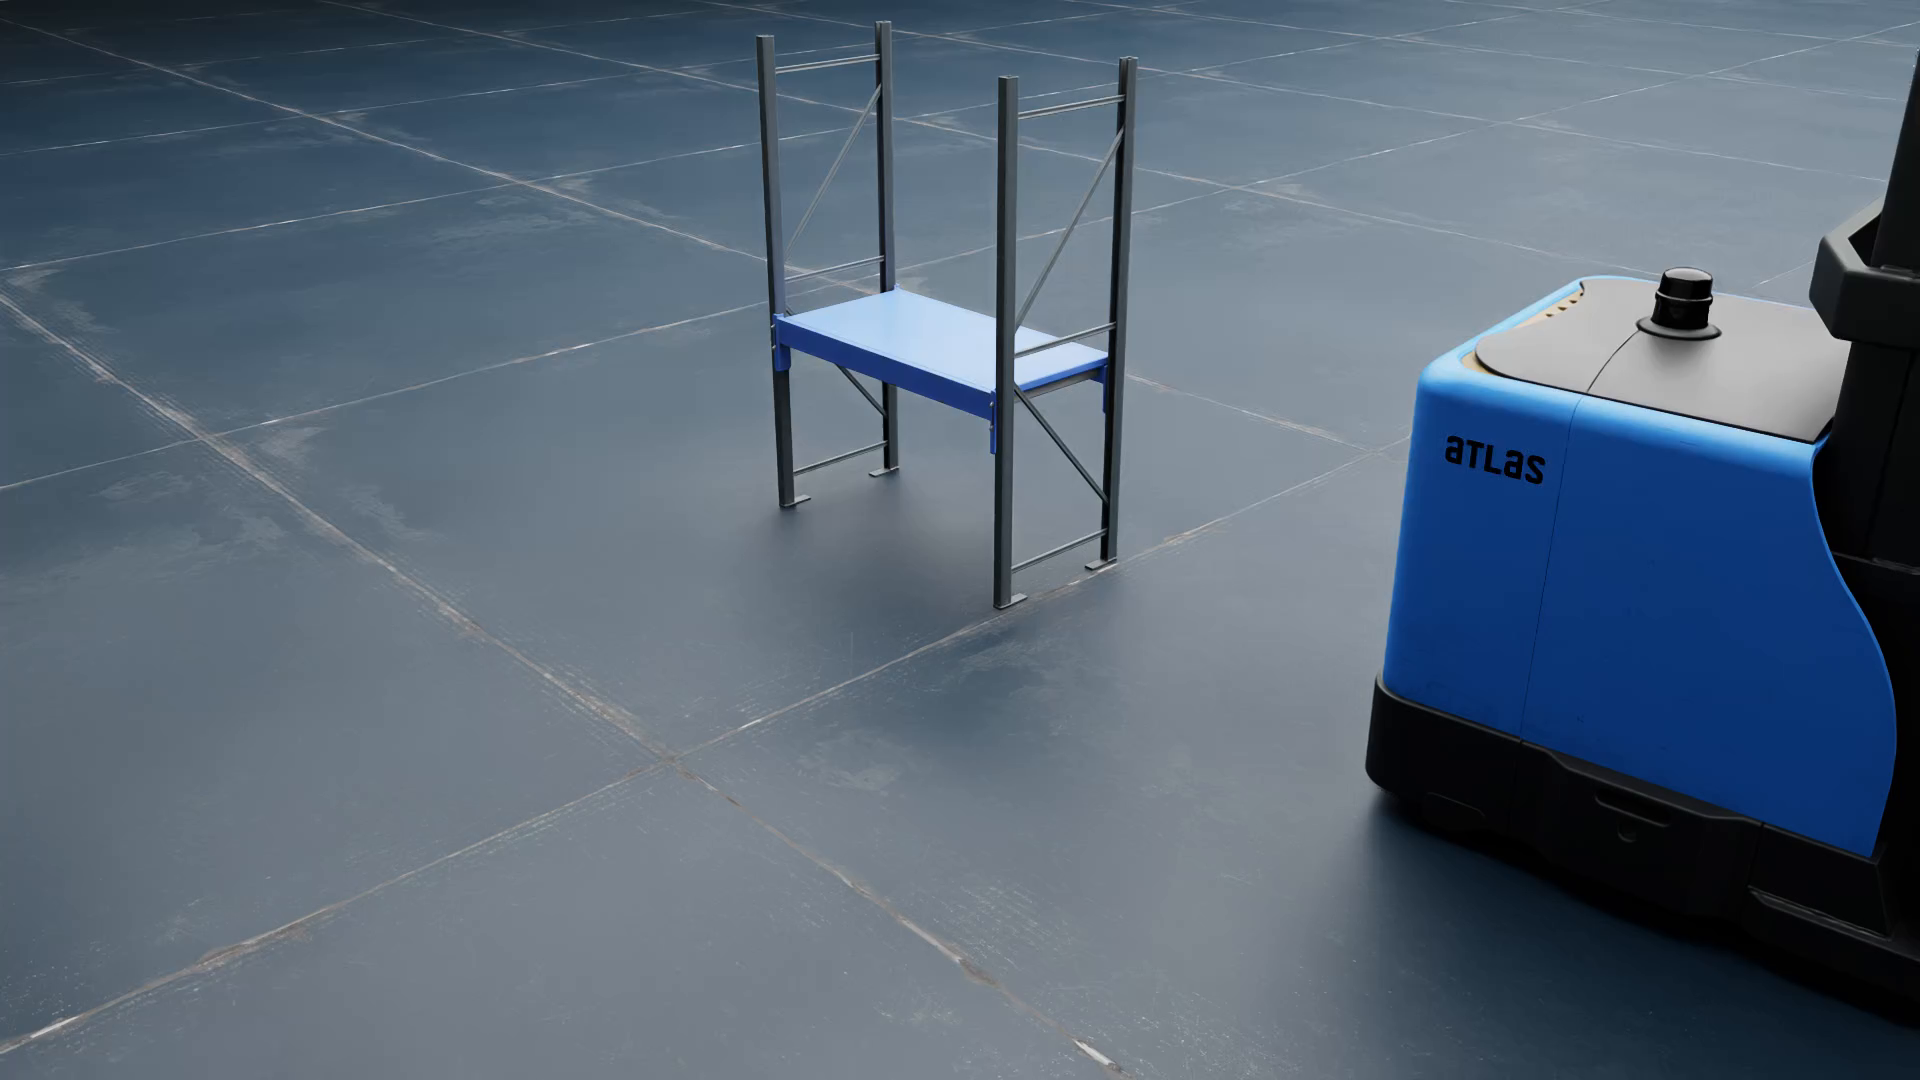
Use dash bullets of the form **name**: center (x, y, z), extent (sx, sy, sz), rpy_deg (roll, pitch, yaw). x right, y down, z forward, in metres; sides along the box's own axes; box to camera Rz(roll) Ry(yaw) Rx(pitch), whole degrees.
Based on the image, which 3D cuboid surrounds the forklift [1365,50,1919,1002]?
- **forklift**: center (2.409, -0.488, 2.788), extent (3.031, 2.935, 1.130), rpy_deg (19, 31, 35)

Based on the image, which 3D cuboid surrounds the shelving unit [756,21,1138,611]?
- **shelving unit**: center (-0.058, -0.708, 4.995), extent (0.538, 1.500, 1.048), rpy_deg (-21, 32, -38)

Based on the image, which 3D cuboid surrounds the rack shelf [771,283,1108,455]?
- **rack shelf**: center (-0.058, -0.545, 5.070), extent (0.538, 0.185, 1.000), rpy_deg (-21, 32, -38)

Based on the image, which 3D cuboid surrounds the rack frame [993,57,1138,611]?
- **rack frame**: center (0.289, -0.554, 4.658), extent (0.500, 1.500, 0.032), rpy_deg (-21, 32, -38)

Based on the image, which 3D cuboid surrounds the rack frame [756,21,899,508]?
- **rack frame**: center (-0.406, -0.862, 5.333), extent (0.500, 1.500, 0.032), rpy_deg (-21, 32, -38)
